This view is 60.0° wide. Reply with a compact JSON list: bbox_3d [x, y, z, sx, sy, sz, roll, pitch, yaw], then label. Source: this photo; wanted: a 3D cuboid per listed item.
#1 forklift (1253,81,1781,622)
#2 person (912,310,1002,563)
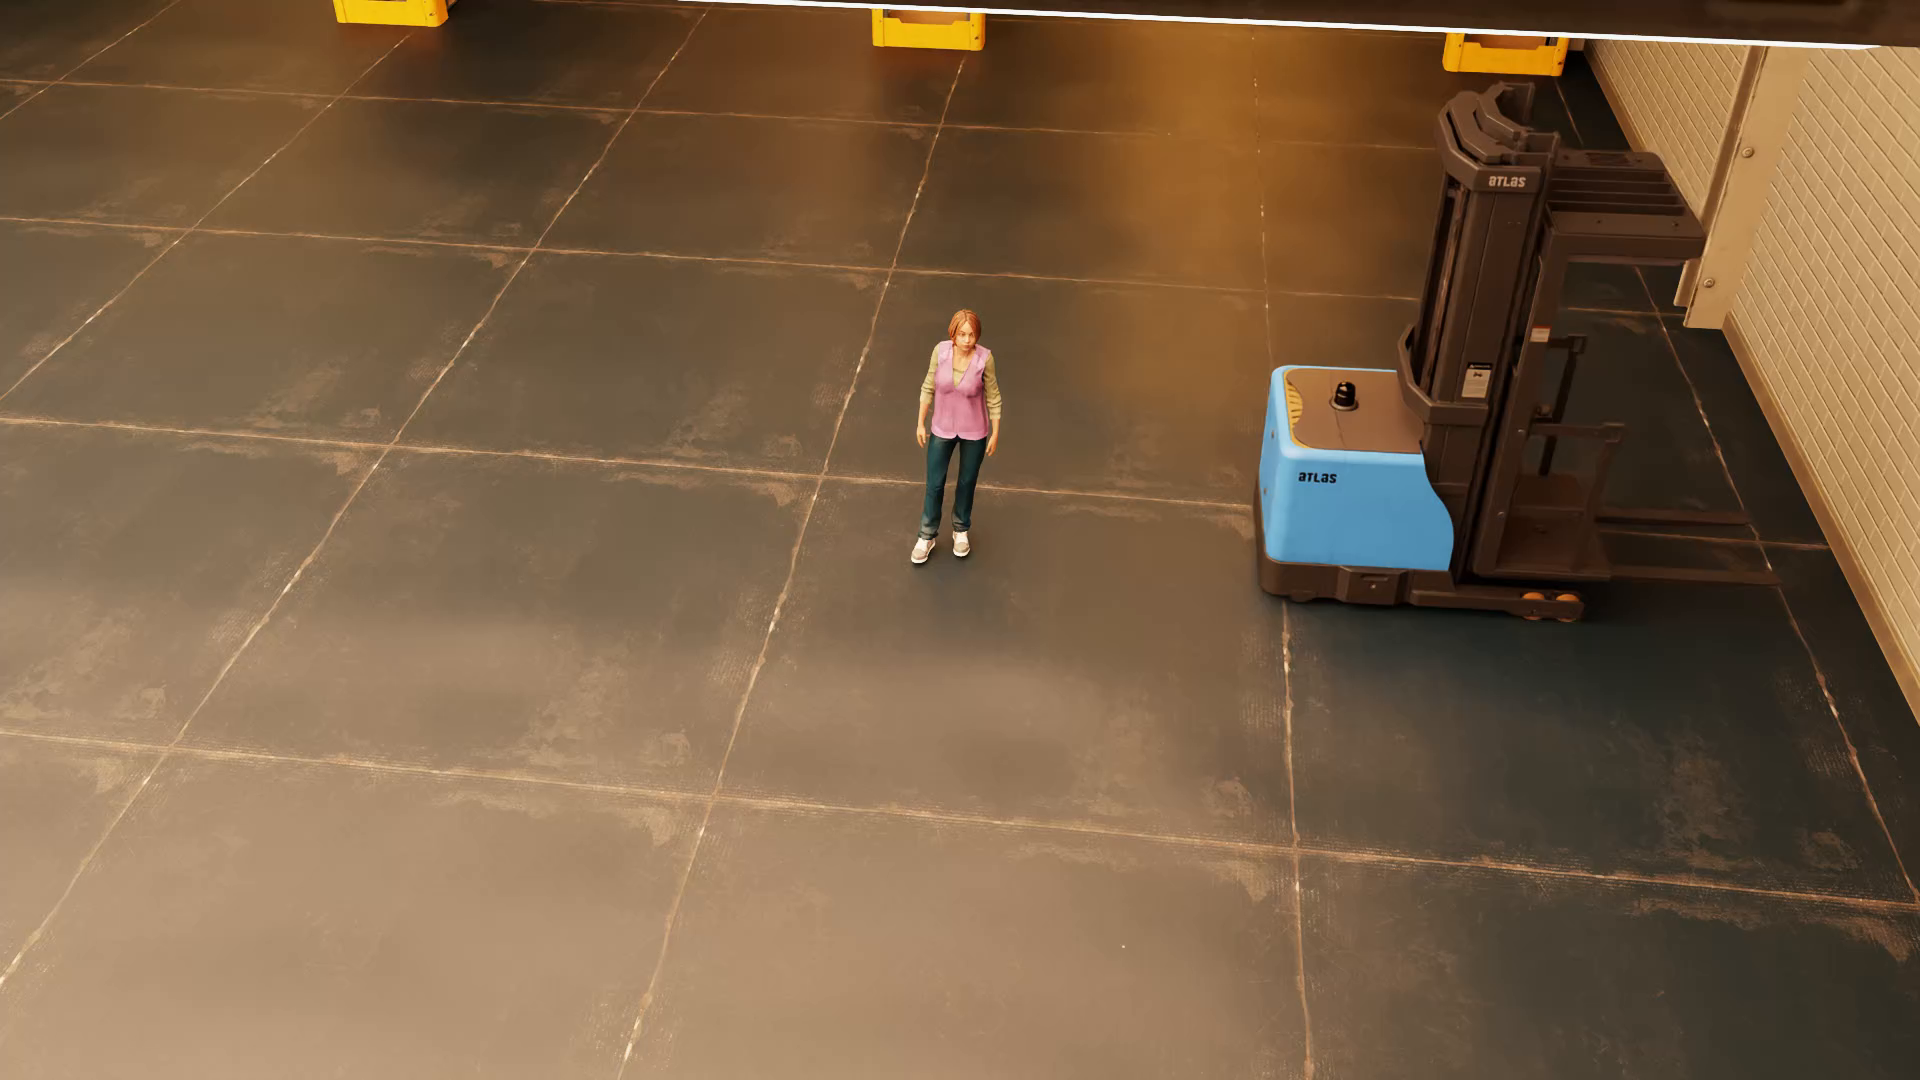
[{"bbox_3d":[3.355,-1.026,9.422,3.031,2.935,1.130,3,37,4],"label":"forklift"},{"bbox_3d":[-0.023,-0.606,9.965,0.520,1.596,0.476,4,37,6],"label":"person"}]
